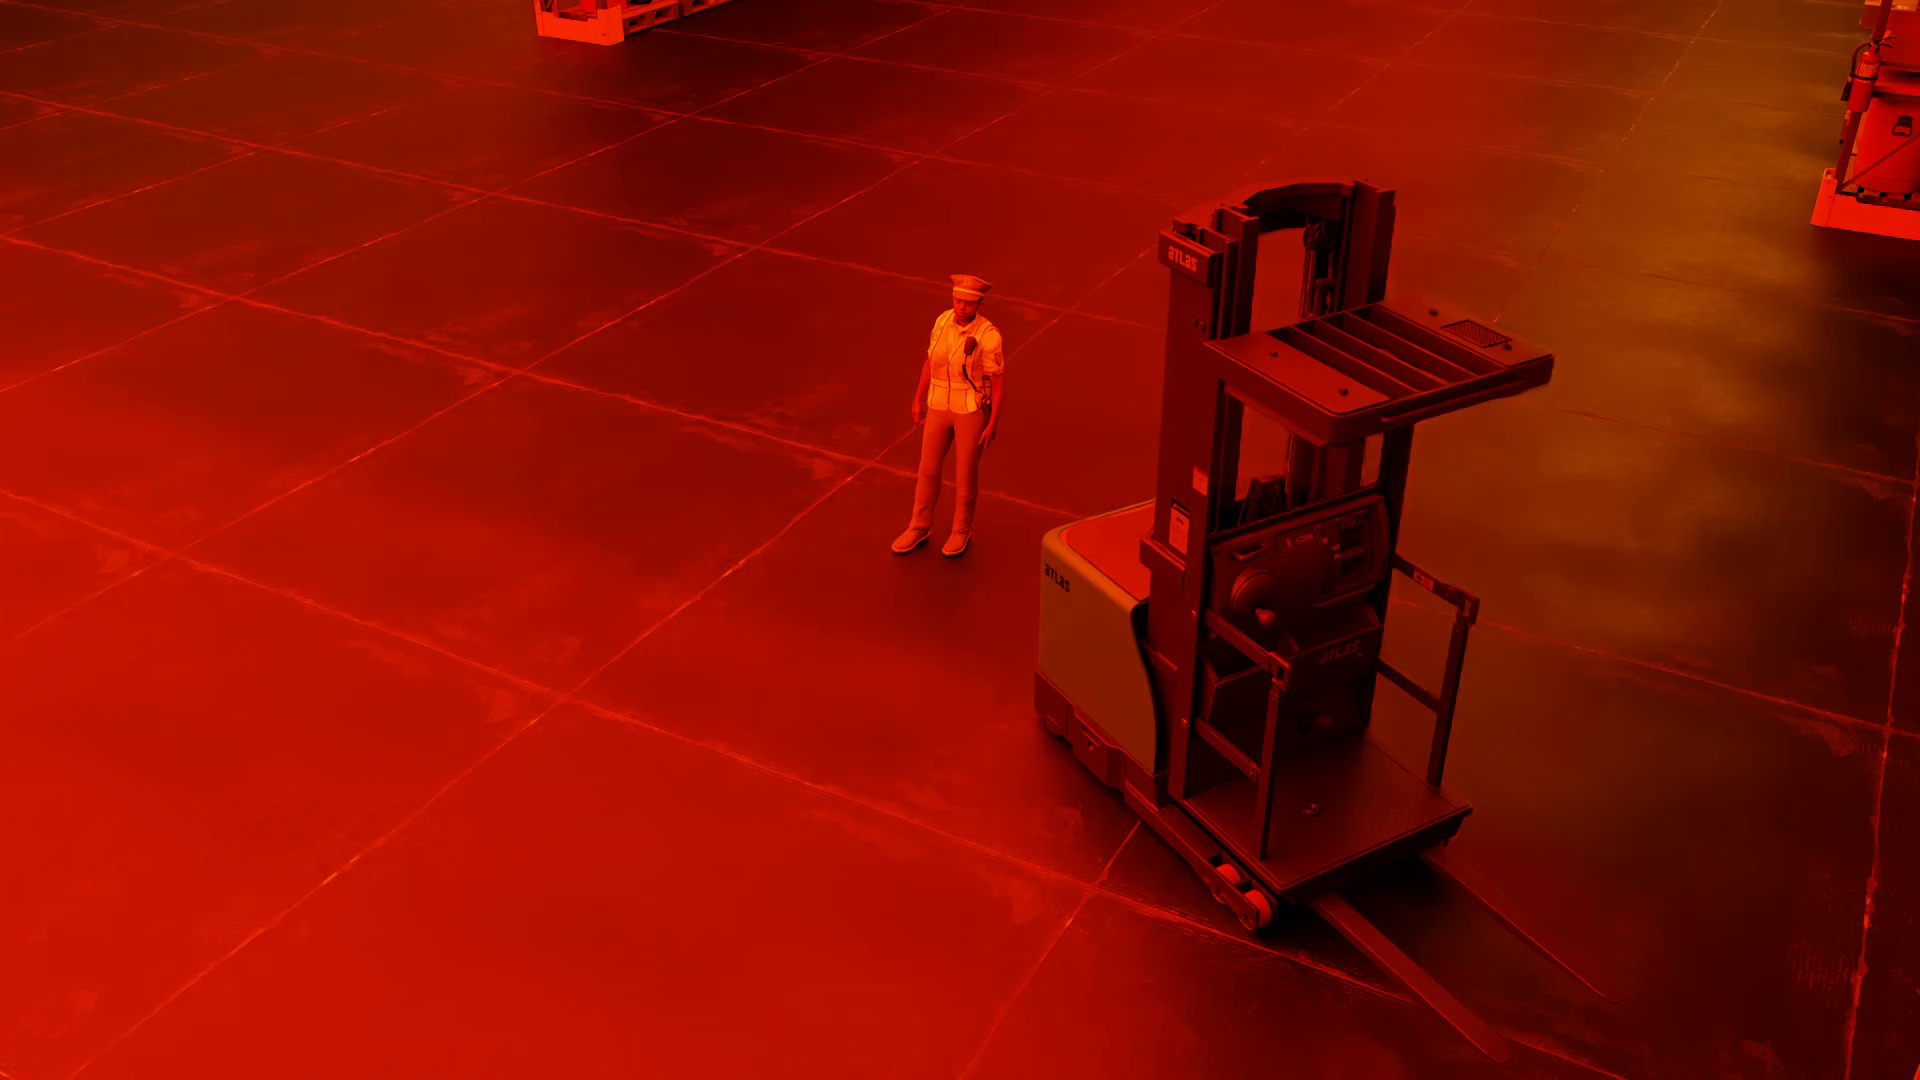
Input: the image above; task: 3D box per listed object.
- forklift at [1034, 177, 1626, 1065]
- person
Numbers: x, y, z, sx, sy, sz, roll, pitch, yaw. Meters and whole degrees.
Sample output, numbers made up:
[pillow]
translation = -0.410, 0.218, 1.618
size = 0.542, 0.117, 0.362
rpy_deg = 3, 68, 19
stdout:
[forklift]
translation = 1.547, 0.134, 6.839
size = 1.130, 2.935, 3.031
rpy_deg = -16, 34, -26
[person]
translation = -0.053, -0.712, 9.527
size = 0.570, 1.695, 0.530
rpy_deg = 15, 33, 25
